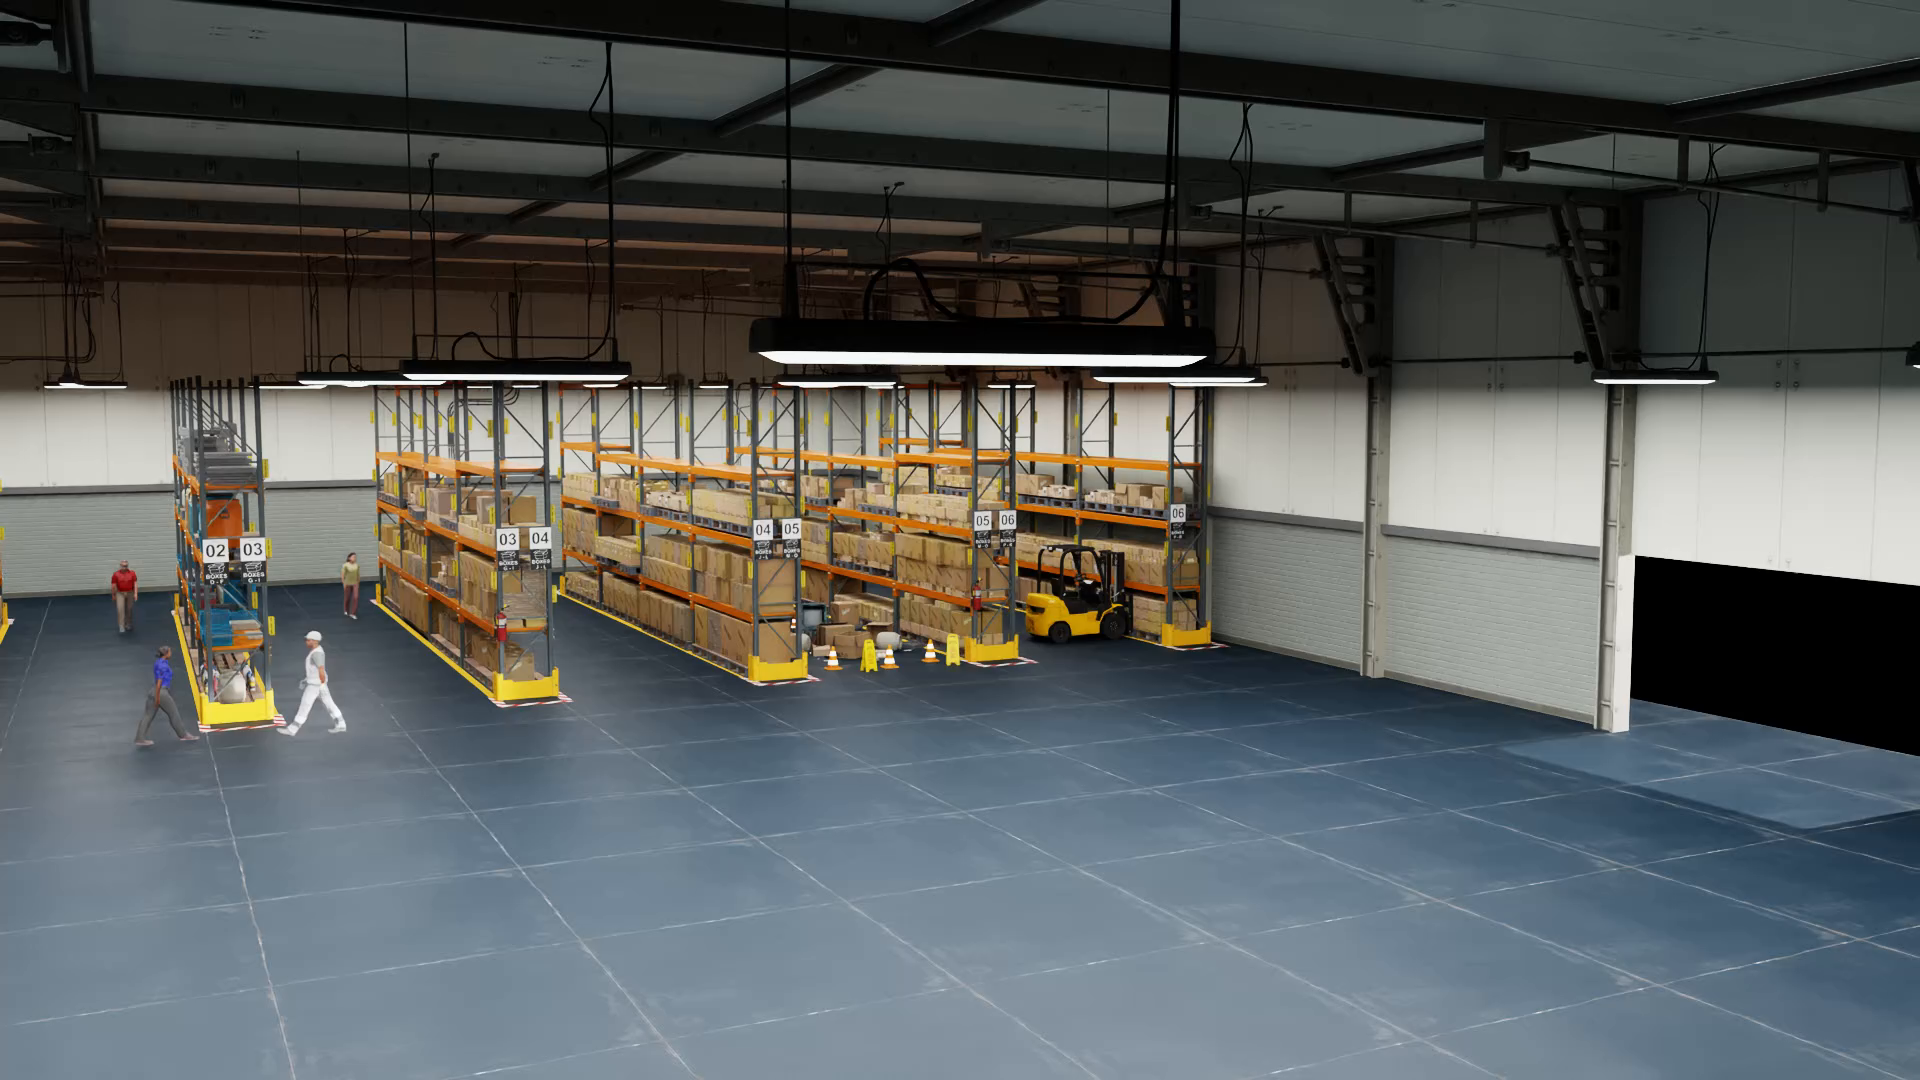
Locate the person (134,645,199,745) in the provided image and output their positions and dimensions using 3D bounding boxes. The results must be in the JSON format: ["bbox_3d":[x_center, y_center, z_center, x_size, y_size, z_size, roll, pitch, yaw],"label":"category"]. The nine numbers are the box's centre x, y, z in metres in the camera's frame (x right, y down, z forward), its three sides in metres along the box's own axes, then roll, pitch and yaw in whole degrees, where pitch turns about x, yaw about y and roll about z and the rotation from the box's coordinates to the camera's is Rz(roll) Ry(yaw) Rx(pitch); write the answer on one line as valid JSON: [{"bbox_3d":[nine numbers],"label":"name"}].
[{"bbox_3d":[-12.935,2.499,27.006,0.956,1.592,0.487,-5,7,-44],"label":"person"}]

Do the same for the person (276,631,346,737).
[{"bbox_3d":[-10.795,2.377,27.646,1.047,1.727,0.534,-1,5,-11],"label":"person"}]

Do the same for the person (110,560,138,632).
[{"bbox_3d":[-19.938,1.329,39.732,0.559,1.677,0.976,-4,7,-40],"label":"person"}]

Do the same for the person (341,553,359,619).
[{"bbox_3d":[-15.480,1.158,42.293,0.511,1.674,0.742,-4,7,-41],"label":"person"}]
